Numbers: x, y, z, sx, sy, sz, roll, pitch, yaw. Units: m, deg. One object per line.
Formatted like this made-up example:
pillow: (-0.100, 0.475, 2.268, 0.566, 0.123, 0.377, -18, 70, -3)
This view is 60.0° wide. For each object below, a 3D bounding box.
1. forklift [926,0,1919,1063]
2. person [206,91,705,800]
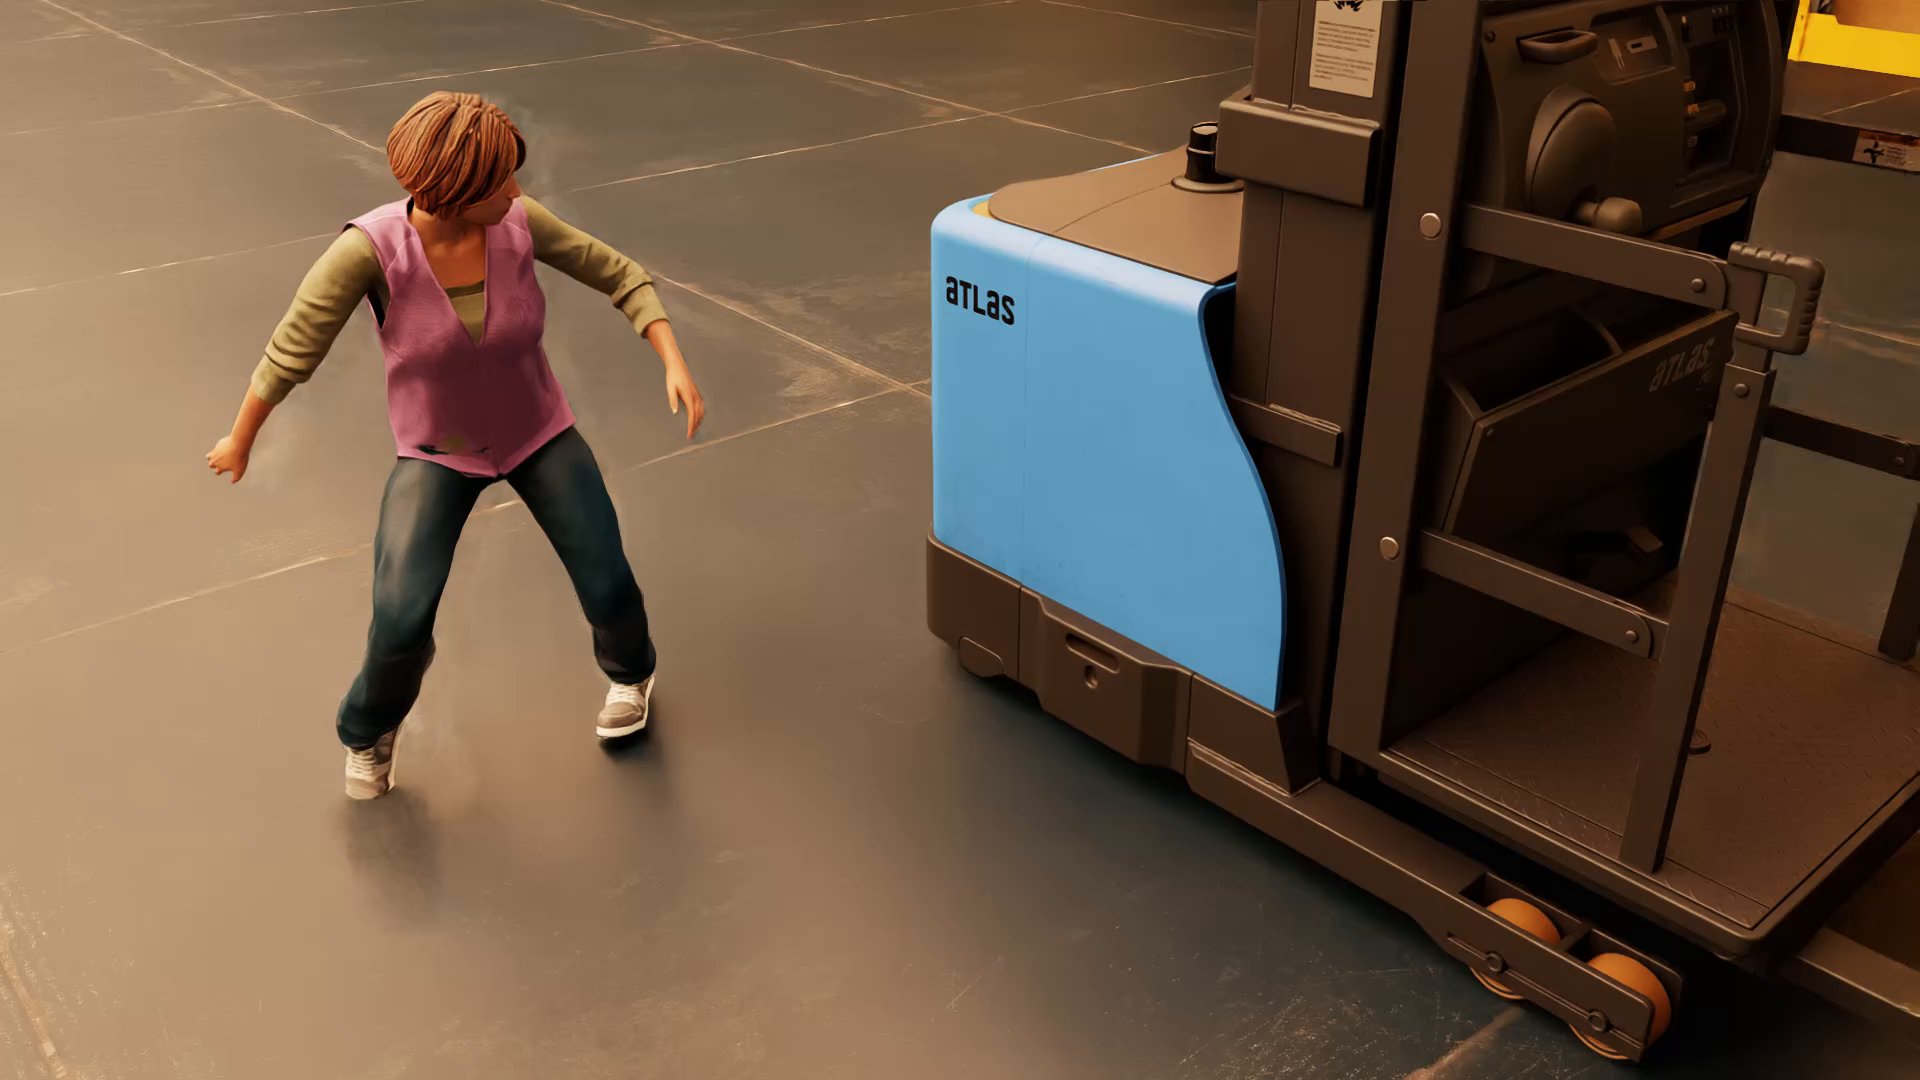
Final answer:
forklift: (1.277, -0.709, 2.632, 1.130, 2.935, 3.031, -22, 34, -37)
person: (-0.962, -0.120, 3.208, 0.875, 1.489, 0.492, -12, 29, -22)
